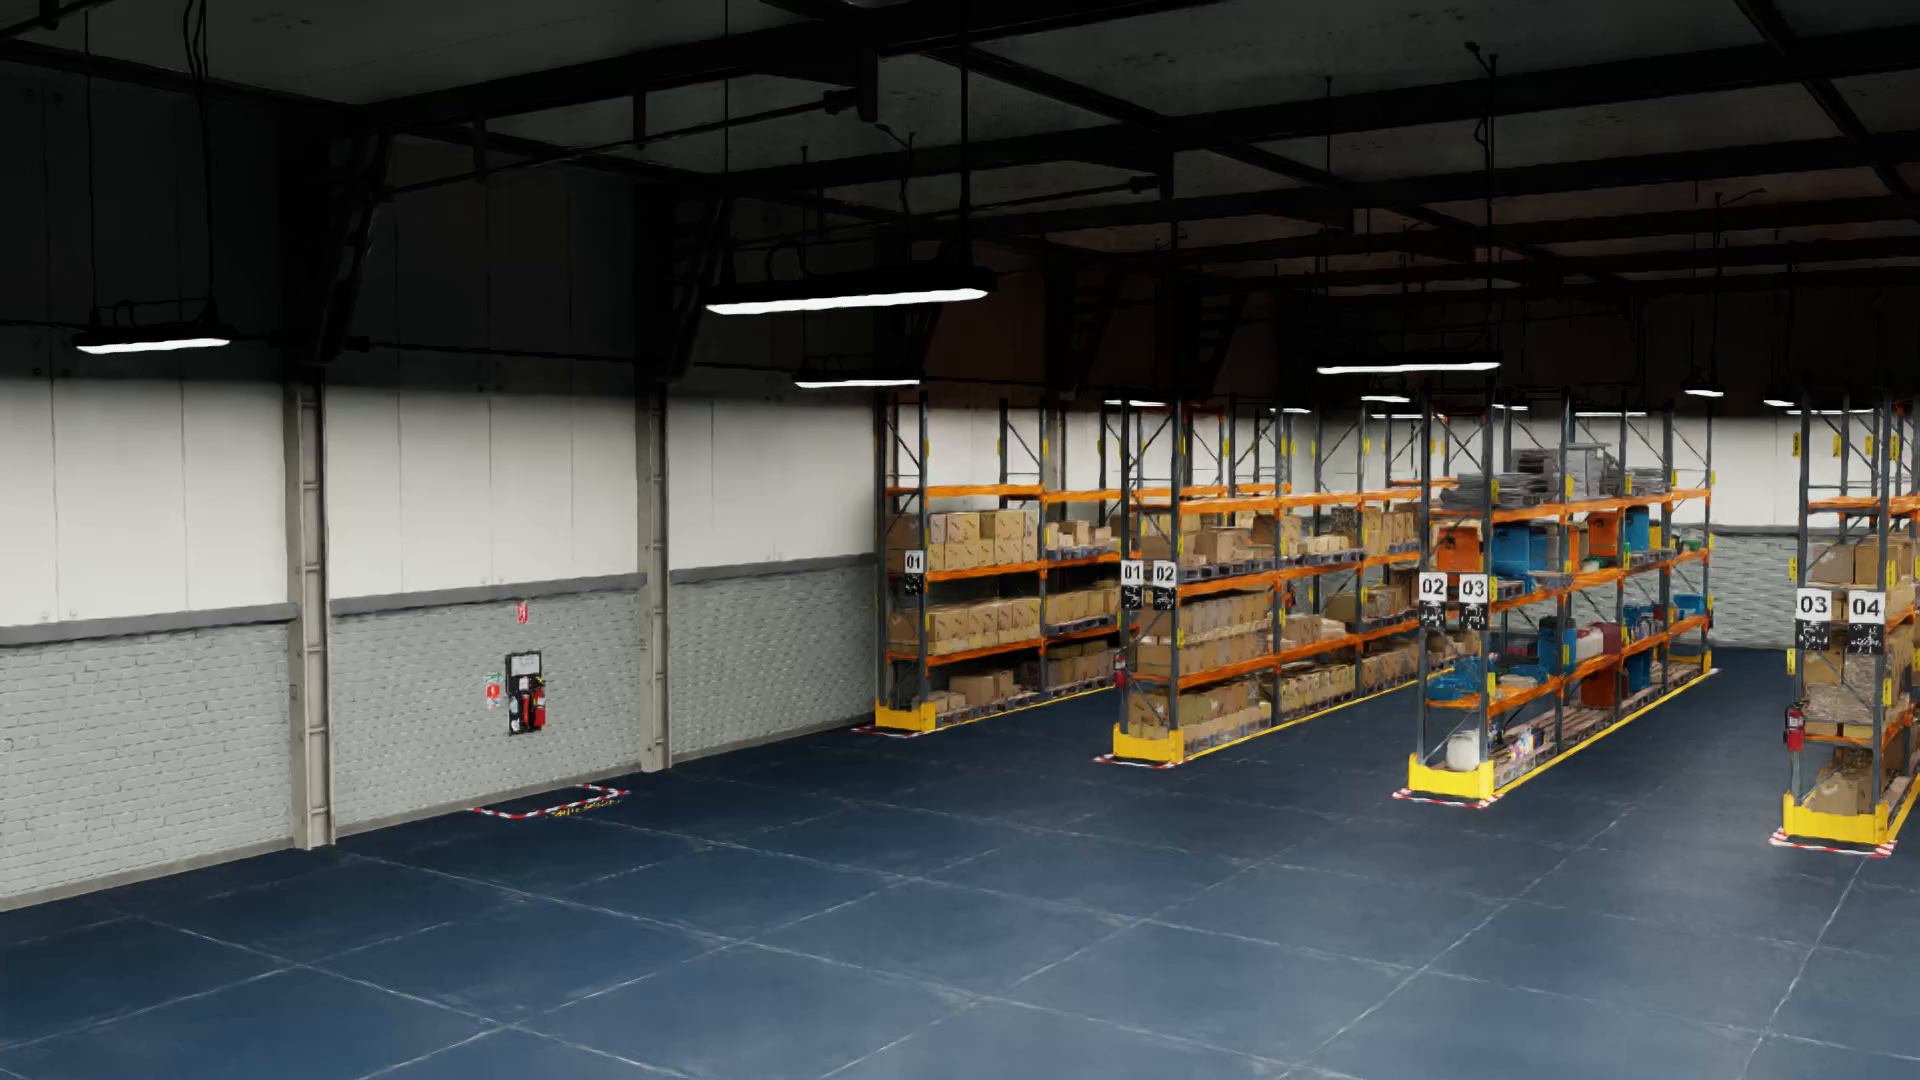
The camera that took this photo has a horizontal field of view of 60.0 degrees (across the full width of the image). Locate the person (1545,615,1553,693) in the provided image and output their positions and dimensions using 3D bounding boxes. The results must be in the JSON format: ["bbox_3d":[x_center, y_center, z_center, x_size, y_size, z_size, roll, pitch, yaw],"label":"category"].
[{"bbox_3d":[11.948,2.315,33.845,0.467,1.599,0.449,-1,3,-24],"label":"person"}]

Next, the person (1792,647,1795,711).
[{"bbox_3d":[15.832,2.471,31.043,0.639,1.632,0.506,2,4,32],"label":"person"}]
